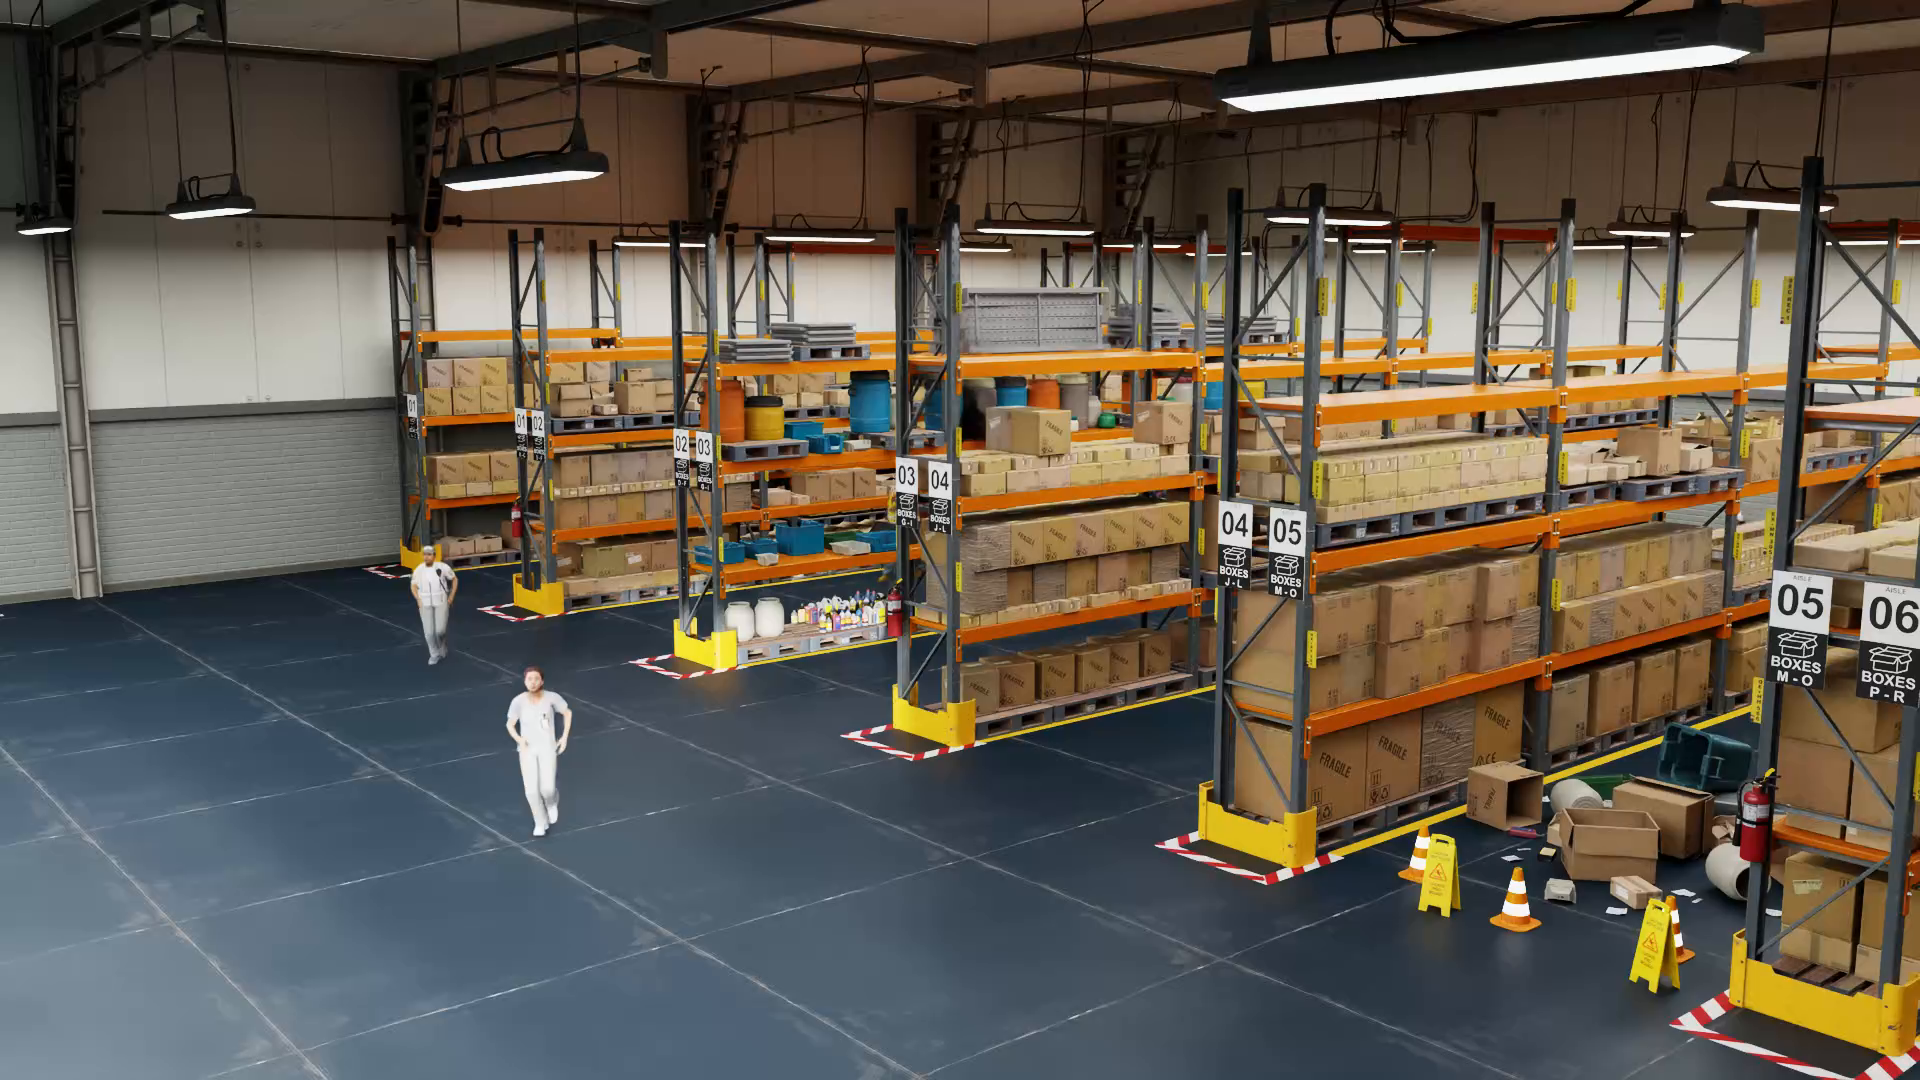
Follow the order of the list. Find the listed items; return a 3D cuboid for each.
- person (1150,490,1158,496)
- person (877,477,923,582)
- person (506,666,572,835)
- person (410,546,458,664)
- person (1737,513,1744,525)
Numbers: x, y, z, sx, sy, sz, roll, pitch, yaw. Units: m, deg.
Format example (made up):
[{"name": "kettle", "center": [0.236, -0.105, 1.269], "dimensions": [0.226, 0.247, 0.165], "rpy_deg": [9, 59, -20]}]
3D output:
[{"name": "person", "center": [3.537, -0.570, 32.134], "dimensions": [0.566, 1.612, 0.552], "rpy_deg": [7, 11, 38]}, {"name": "person", "center": [-0.996, -0.195, 27.267], "dimensions": [0.700, 1.804, 0.920], "rpy_deg": [7, 12, 40]}, {"name": "person", "center": [-3.941, 1.979, 15.591], "dimensions": [0.591, 1.620, 0.579], "rpy_deg": [-1, 9, -9]}, {"name": "person", "center": [0.523, 1.436, 18.146], "dimensions": [14.705, 1.950, 11.637], "rpy_deg": [-1, 9, -7]}, {"name": "person", "center": [11.468, 0.468, 24.722], "dimensions": [1.003, 1.764, 0.676], "rpy_deg": [-8, 12, -41]}]
